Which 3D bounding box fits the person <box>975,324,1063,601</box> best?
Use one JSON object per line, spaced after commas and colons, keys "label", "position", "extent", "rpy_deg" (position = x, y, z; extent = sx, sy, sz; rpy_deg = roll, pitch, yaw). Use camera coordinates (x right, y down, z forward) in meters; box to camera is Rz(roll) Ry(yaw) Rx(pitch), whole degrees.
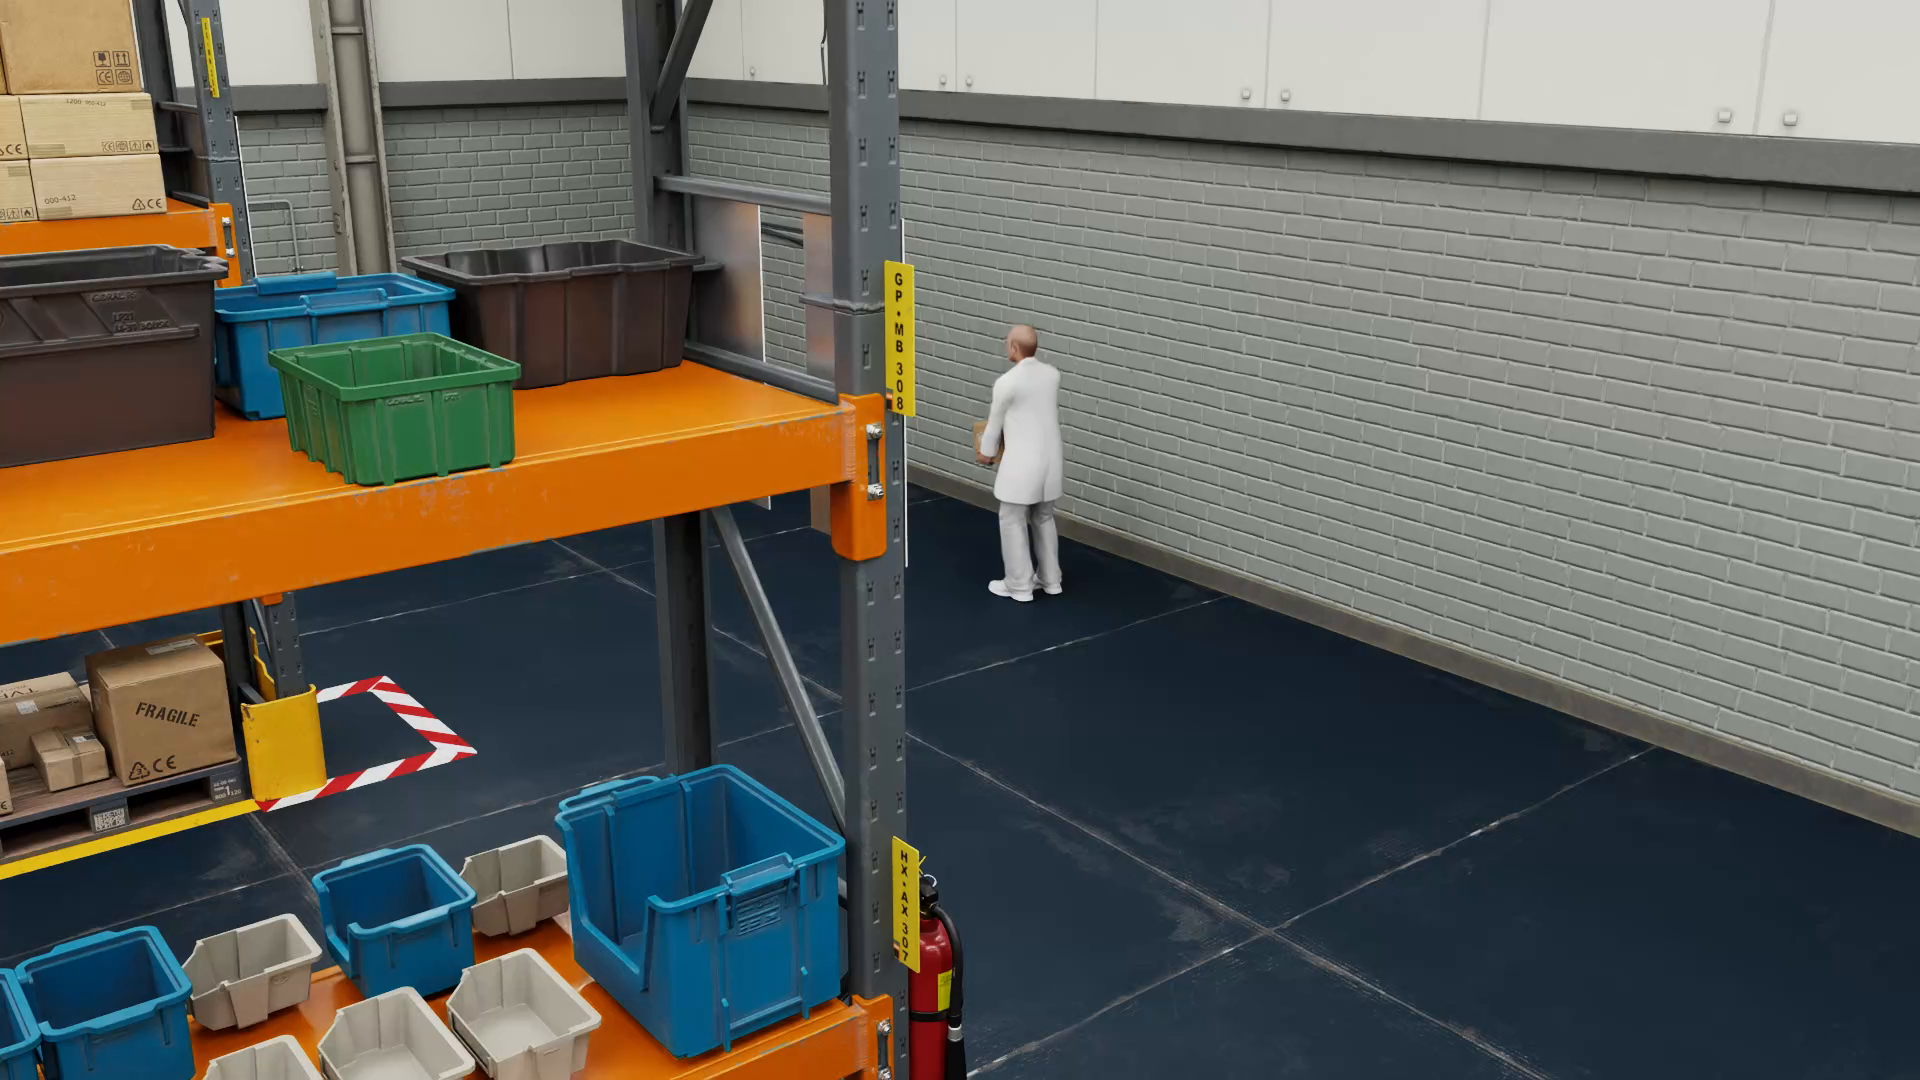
{"label": "person", "position": [0.385, -0.517, 10.736], "extent": [0.530, 1.777, 0.575], "rpy_deg": [-14, 22, -37]}
